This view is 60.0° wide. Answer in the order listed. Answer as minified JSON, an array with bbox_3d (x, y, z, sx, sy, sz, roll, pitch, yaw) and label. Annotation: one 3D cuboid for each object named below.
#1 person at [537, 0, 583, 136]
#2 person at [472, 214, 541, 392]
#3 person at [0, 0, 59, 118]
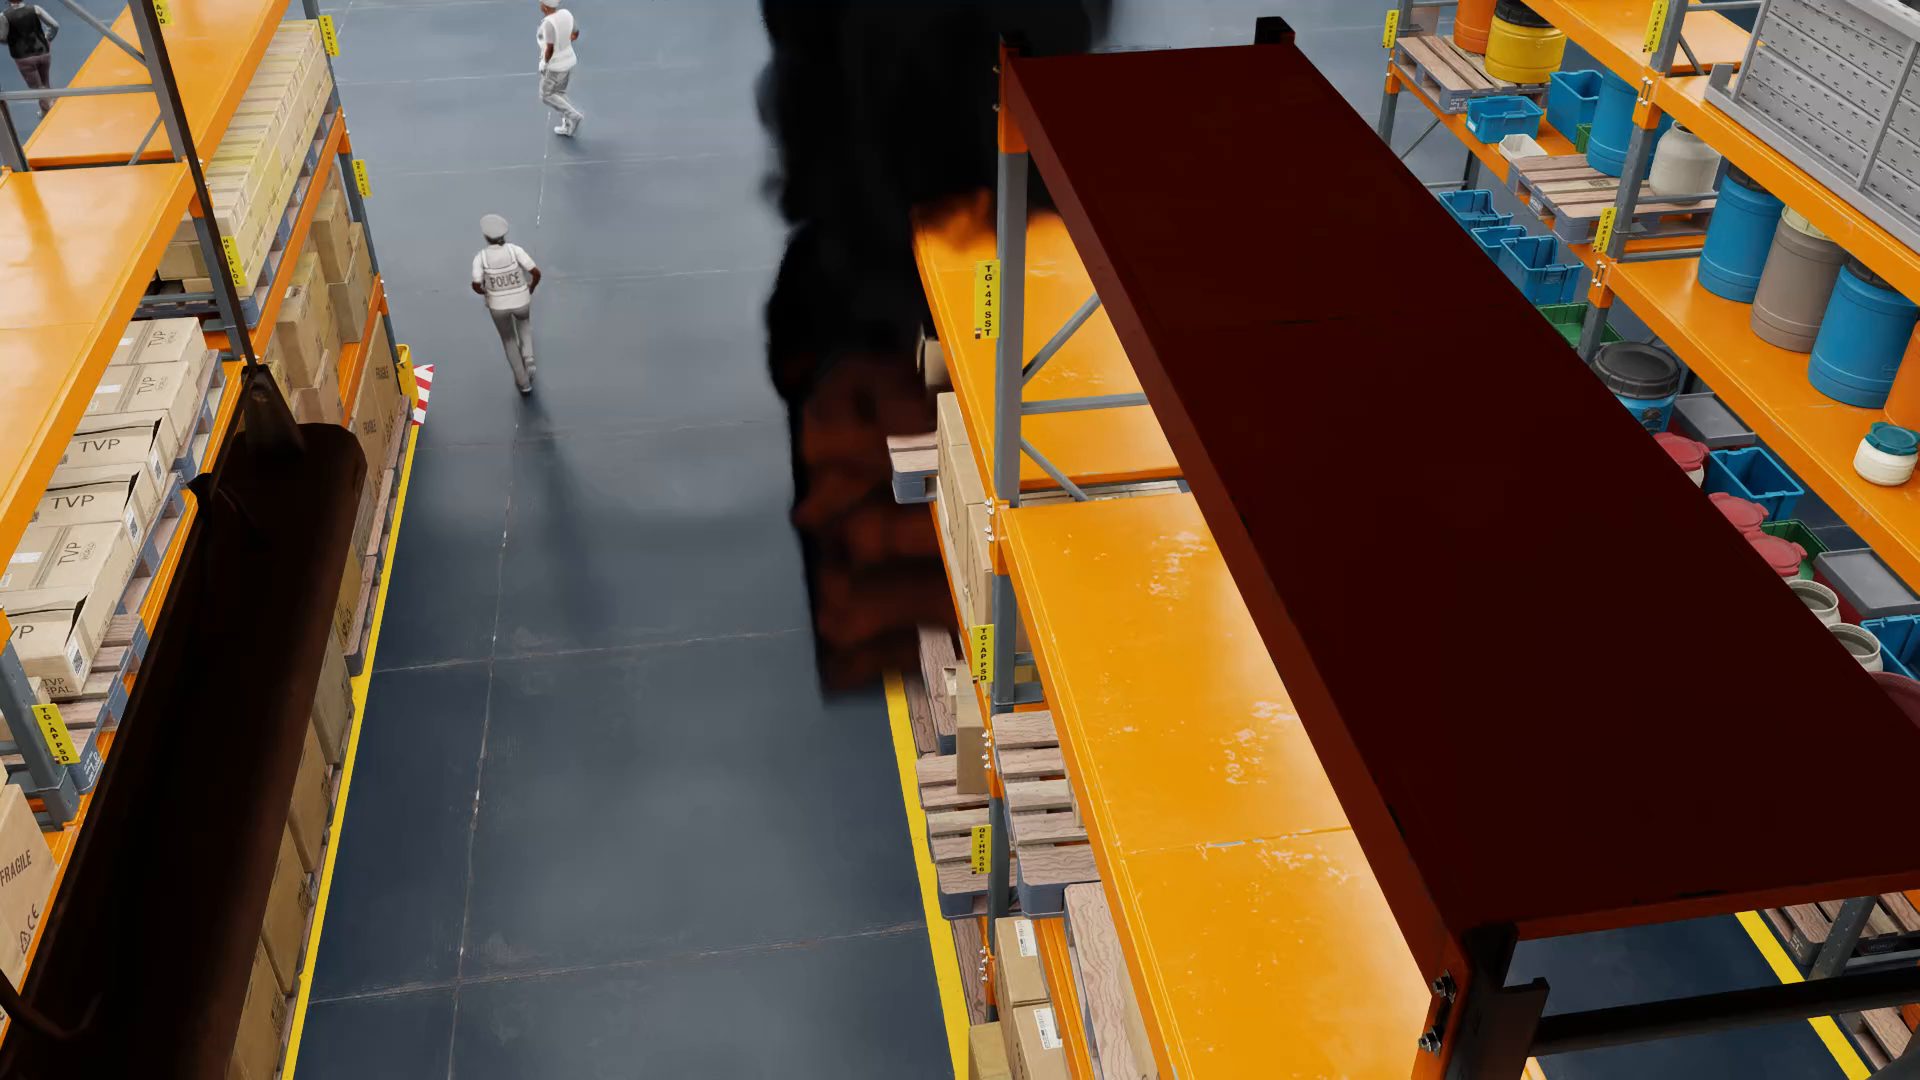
[{"bbox_3d":[-4.717,-5.626,19.635,0.592,1.741,0.687,15,39,19],"label":"person"},{"bbox_3d":[-4.067,-2.161,14.990,0.595,1.656,0.589,-14,39,-18],"label":"person"},{"bbox_3d":[-11.048,-5.759,19.825,0.913,1.709,0.671,26,44,31],"label":"person"}]
